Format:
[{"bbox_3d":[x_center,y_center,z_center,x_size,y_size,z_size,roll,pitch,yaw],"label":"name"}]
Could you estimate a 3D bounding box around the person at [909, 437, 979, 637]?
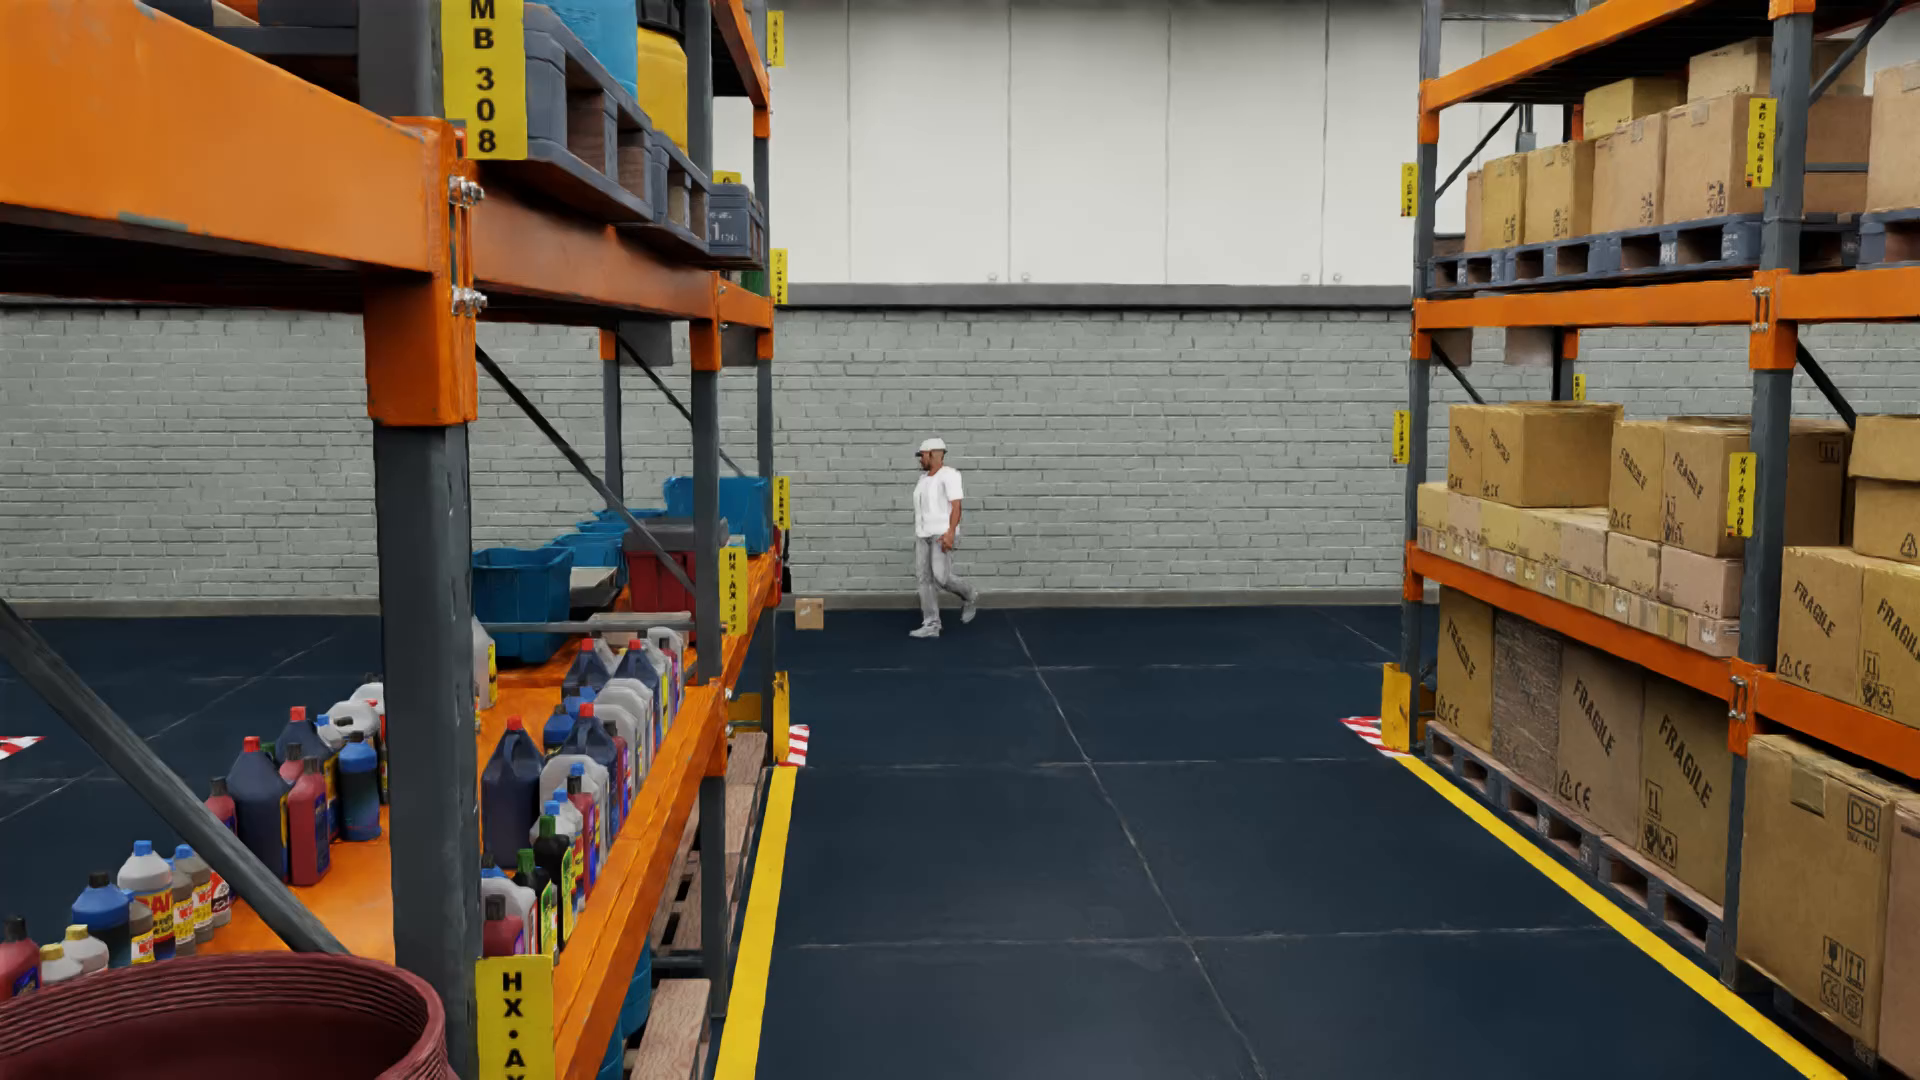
[{"bbox_3d":[-0.209,-0.035,14.630,0.768,1.717,0.631,-5,9,-39],"label":"person"}]
